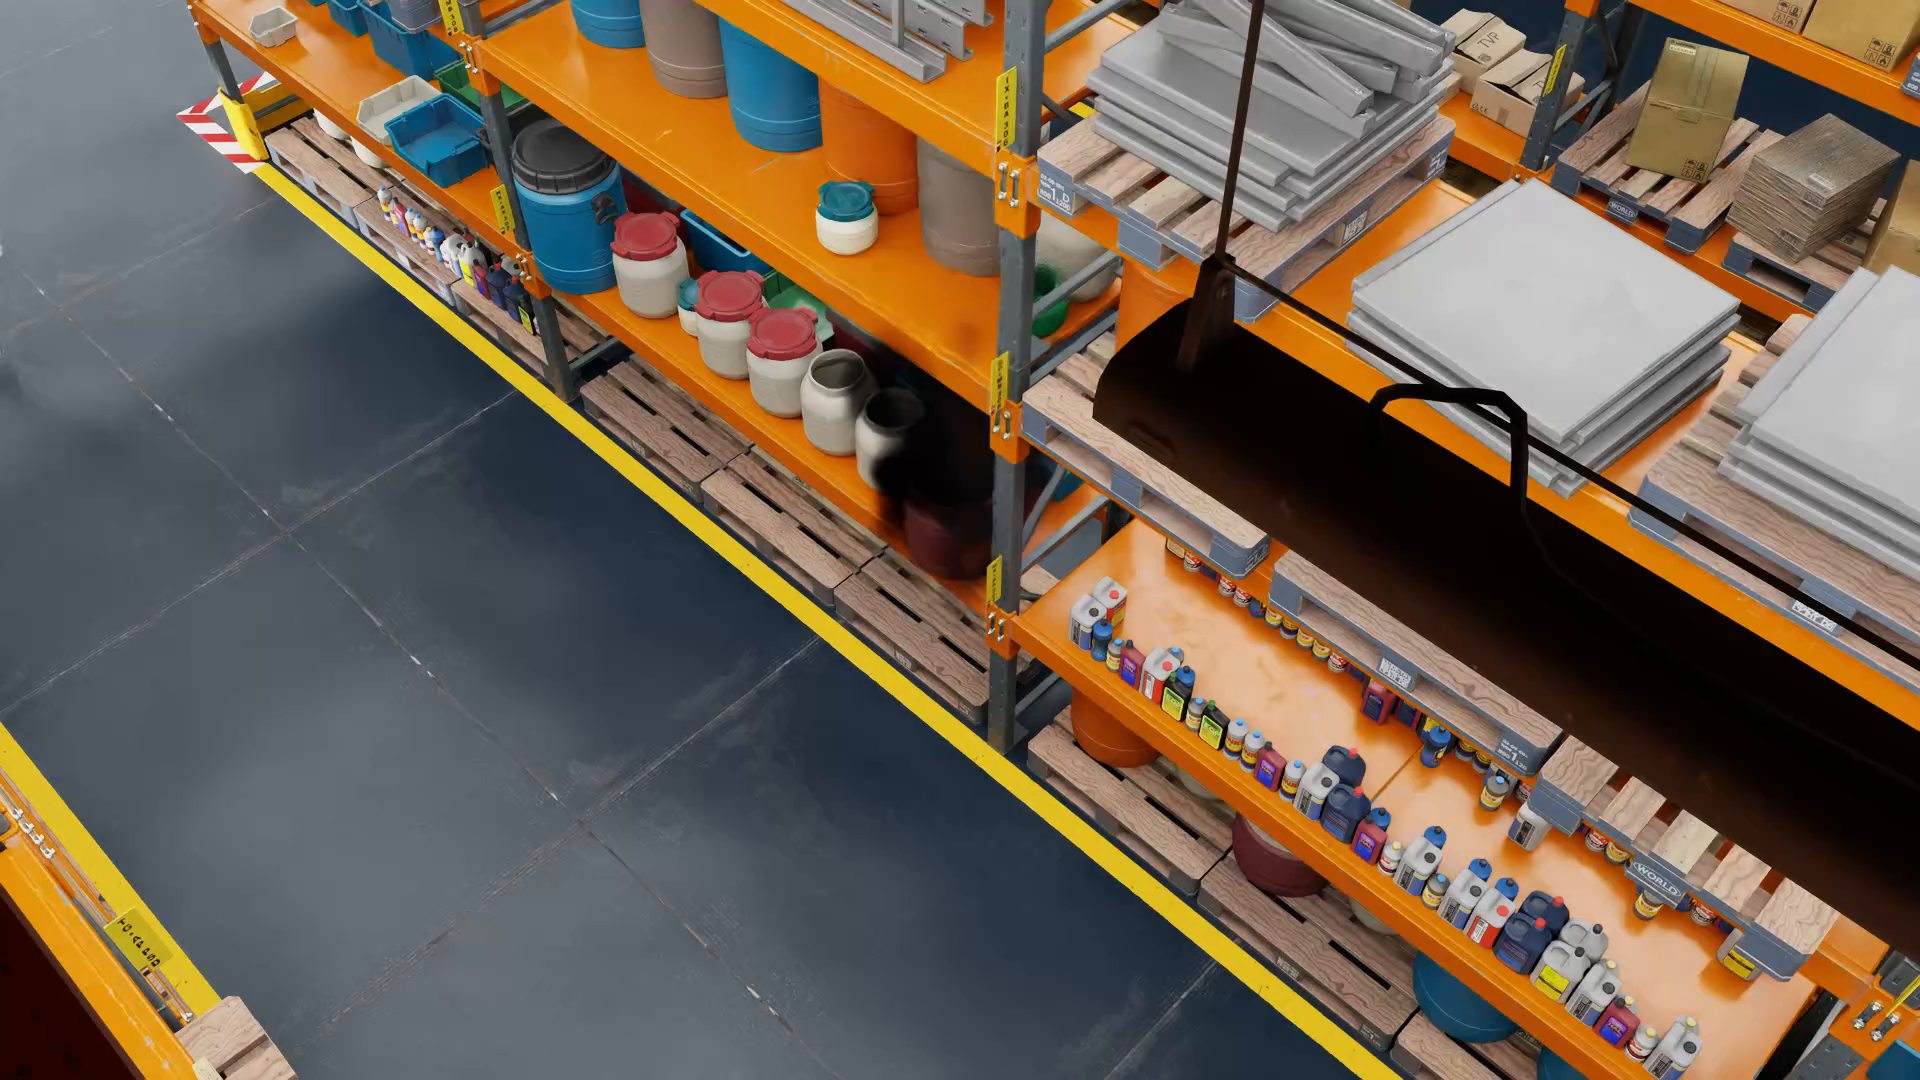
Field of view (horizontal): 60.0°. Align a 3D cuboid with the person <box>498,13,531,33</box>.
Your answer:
[{"bbox_3d":[-3.414,-4.166,12.703,0.908,1.794,0.681,37,59,27],"label":"person"}]
